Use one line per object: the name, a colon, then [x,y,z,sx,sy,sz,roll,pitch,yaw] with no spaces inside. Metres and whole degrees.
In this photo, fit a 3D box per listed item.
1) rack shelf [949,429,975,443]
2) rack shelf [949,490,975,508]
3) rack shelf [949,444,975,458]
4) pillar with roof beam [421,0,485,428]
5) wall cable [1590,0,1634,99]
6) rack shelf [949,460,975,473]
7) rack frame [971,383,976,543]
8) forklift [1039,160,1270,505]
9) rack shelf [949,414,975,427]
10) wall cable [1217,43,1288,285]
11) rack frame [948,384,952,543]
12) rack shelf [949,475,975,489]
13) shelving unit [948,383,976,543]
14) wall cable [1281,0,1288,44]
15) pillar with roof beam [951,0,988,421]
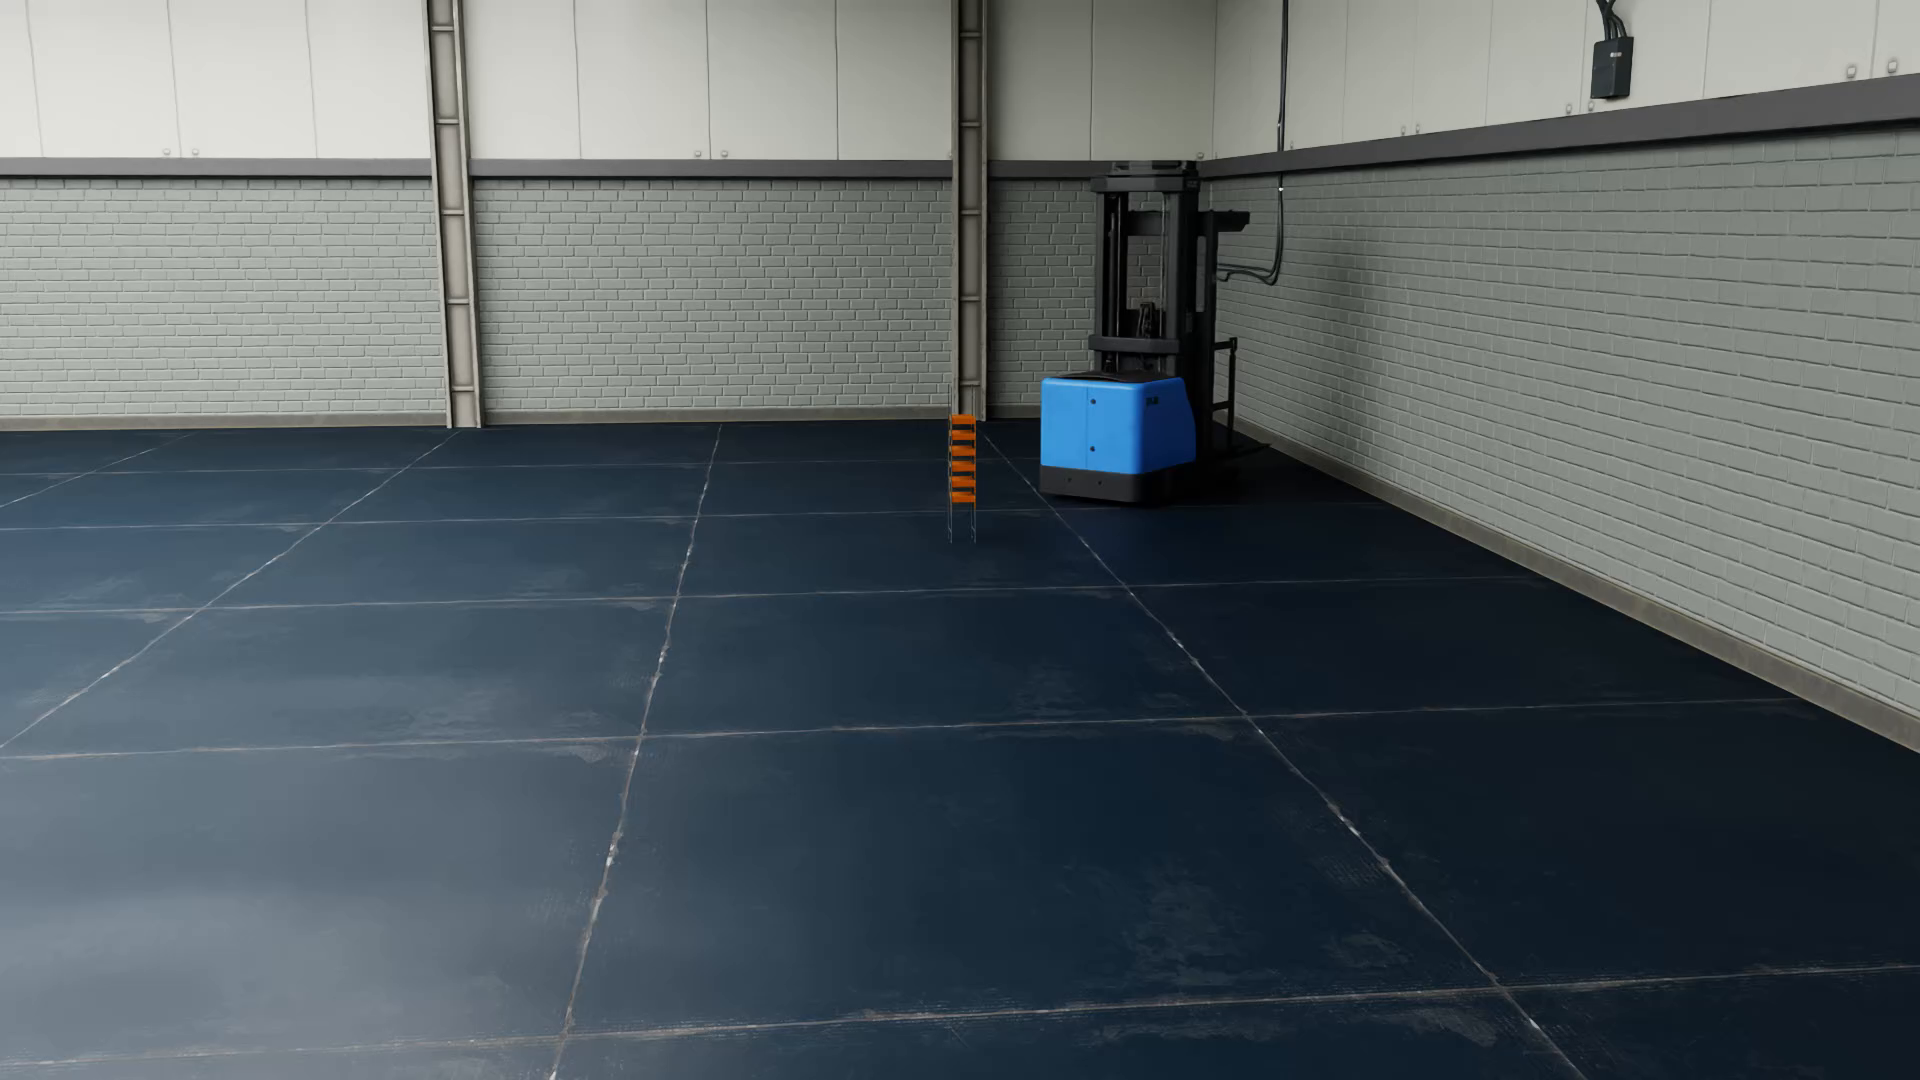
rack shelf: [0.014,-0.781,12.716,0.180,0.103,0.258,-1,11,-6]
rack shelf: [0.014,-0.310,12.809,0.180,0.103,0.258,-1,11,-6]
rack shelf: [0.014,-0.663,12.739,0.180,0.103,0.258,-1,11,-6]
pillar with roof beam: [-5.392,-4.940,14.667,0.400,9.000,9.100,-1,11,-6]
wall cable: [4.189,-5.546,8.934,0.169,6.003,2.305,-1,11,-6]
rack shelf: [0.014,-0.545,12.762,0.180,0.103,0.258,-1,11,-6]
rack frame: [0.105,-0.591,12.764,0.006,1.200,0.240,-1,11,-6]
forklift: [1.953,-1.974,15.313,1.130,2.935,3.031,8,14,34]
rack shelf: [0.014,-0.899,12.693,0.180,0.103,0.258,-1,11,-6]
wall cable: [3.180,-4.175,18.824,0.112,2.526,3.097,-1,11,-6]
rack frame: [-0.077,-0.587,12.744,0.006,1.200,0.240,-1,11,-6]
rack shelf: [0.014,-0.428,12.786,0.180,0.103,0.258,-1,11,-6]
shelving unit: [0.014,-0.589,12.754,0.189,1.200,0.258,-1,11,-6]
wall cable: [3.472,-6.134,15.698,0.112,2.526,3.097,-1,11,-6]
pillar with roof beam: [0.573,-5.065,15.303,0.400,9.000,9.100,-1,11,-6]
